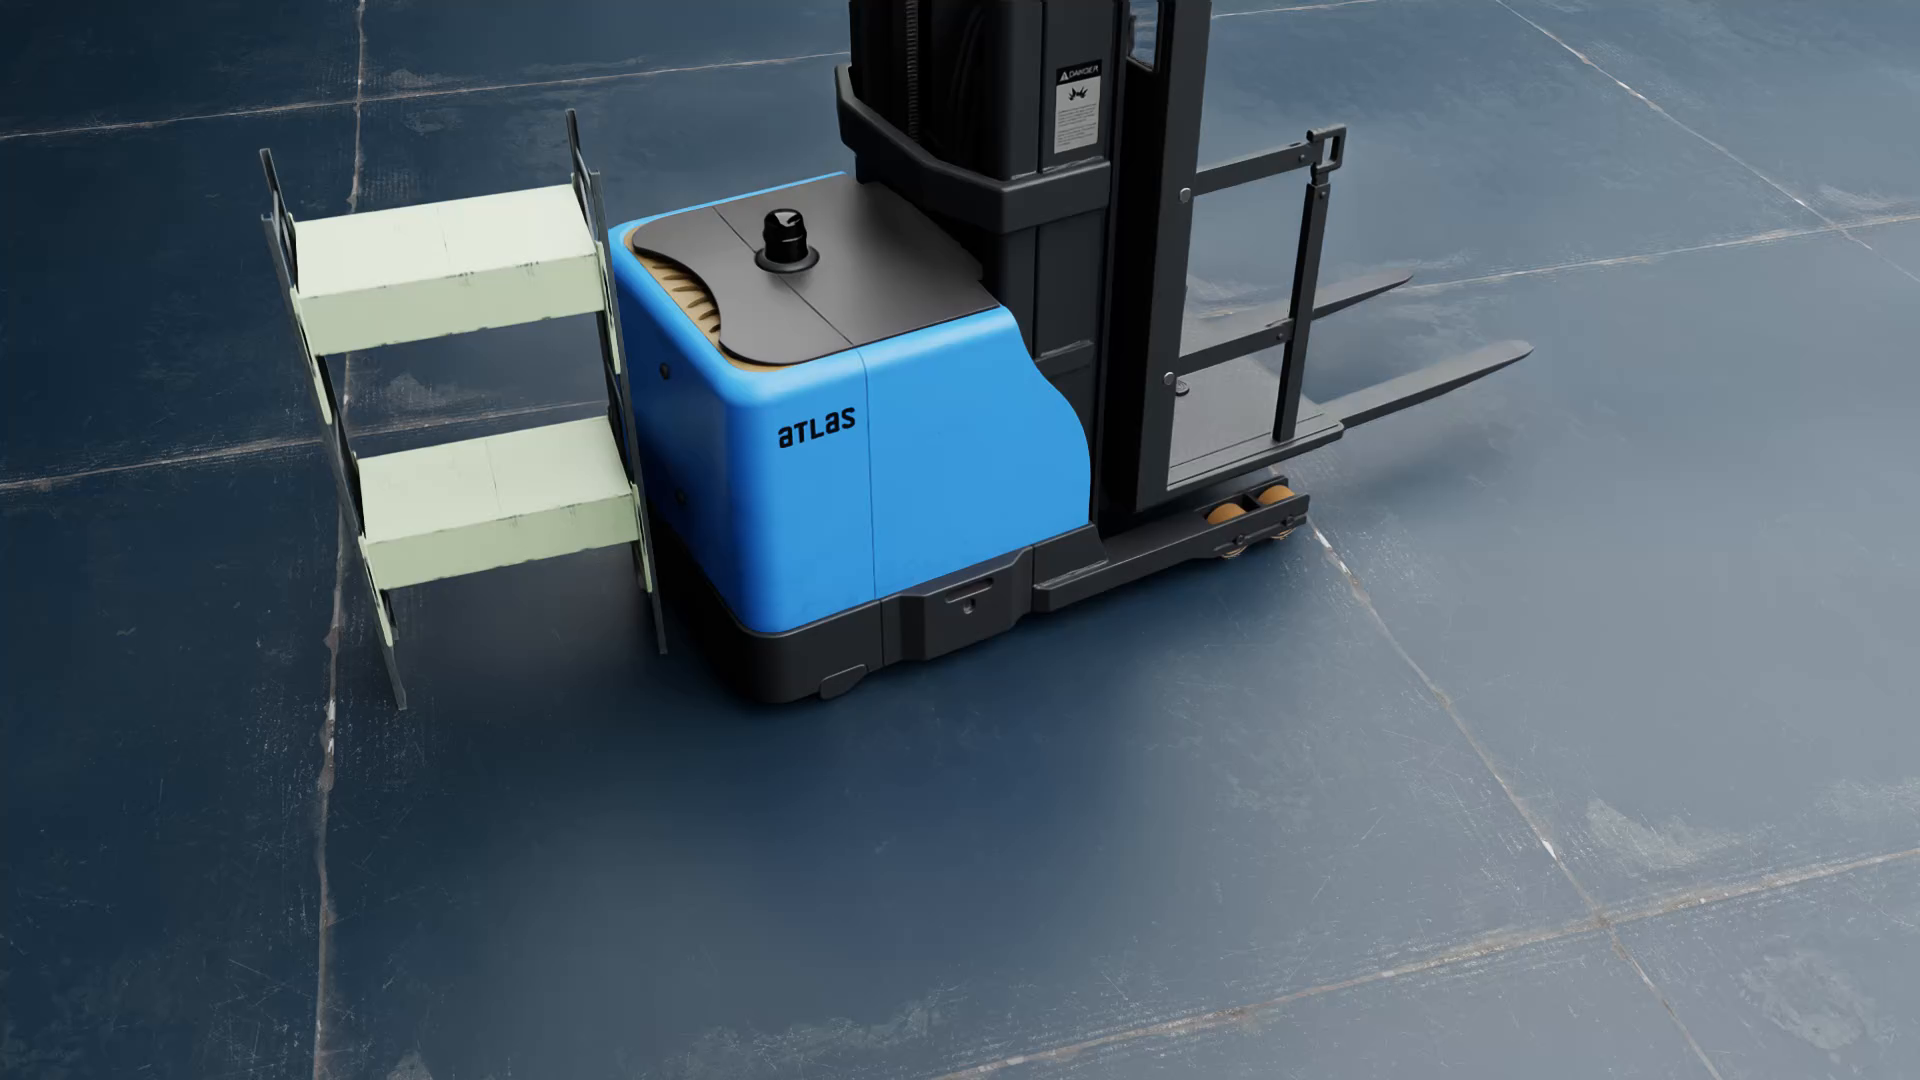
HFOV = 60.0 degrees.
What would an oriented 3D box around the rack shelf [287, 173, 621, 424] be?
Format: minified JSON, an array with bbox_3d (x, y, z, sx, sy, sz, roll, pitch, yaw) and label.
[{"bbox_3d":[-1.269,-0.617,4.179,0.720,0.370,0.431,-12,39,-15],"label":"rack shelf"}]

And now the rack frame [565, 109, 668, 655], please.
[{"bbox_3d":[-0.923,-0.379,4.511,0.023,1.500,0.400,-12,39,-15],"label":"rack frame"}]

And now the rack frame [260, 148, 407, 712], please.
[{"bbox_3d":[-1.615,-0.234,4.322,0.023,1.500,0.400,-12,39,-15],"label":"rack frame"}]

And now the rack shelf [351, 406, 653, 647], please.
[{"bbox_3d":[-1.269,-0.048,4.614,0.720,0.370,0.431,-12,39,-15],"label":"rack shelf"}]

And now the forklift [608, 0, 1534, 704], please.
[{"bbox_3d":[0.509,-1.369,4.627,3.031,2.935,1.130,-19,41,-23],"label":"forklift"}]

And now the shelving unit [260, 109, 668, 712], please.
[{"bbox_3d":[-1.269,-0.307,4.416,0.755,1.500,0.431,-12,39,-15],"label":"shelving unit"}]
